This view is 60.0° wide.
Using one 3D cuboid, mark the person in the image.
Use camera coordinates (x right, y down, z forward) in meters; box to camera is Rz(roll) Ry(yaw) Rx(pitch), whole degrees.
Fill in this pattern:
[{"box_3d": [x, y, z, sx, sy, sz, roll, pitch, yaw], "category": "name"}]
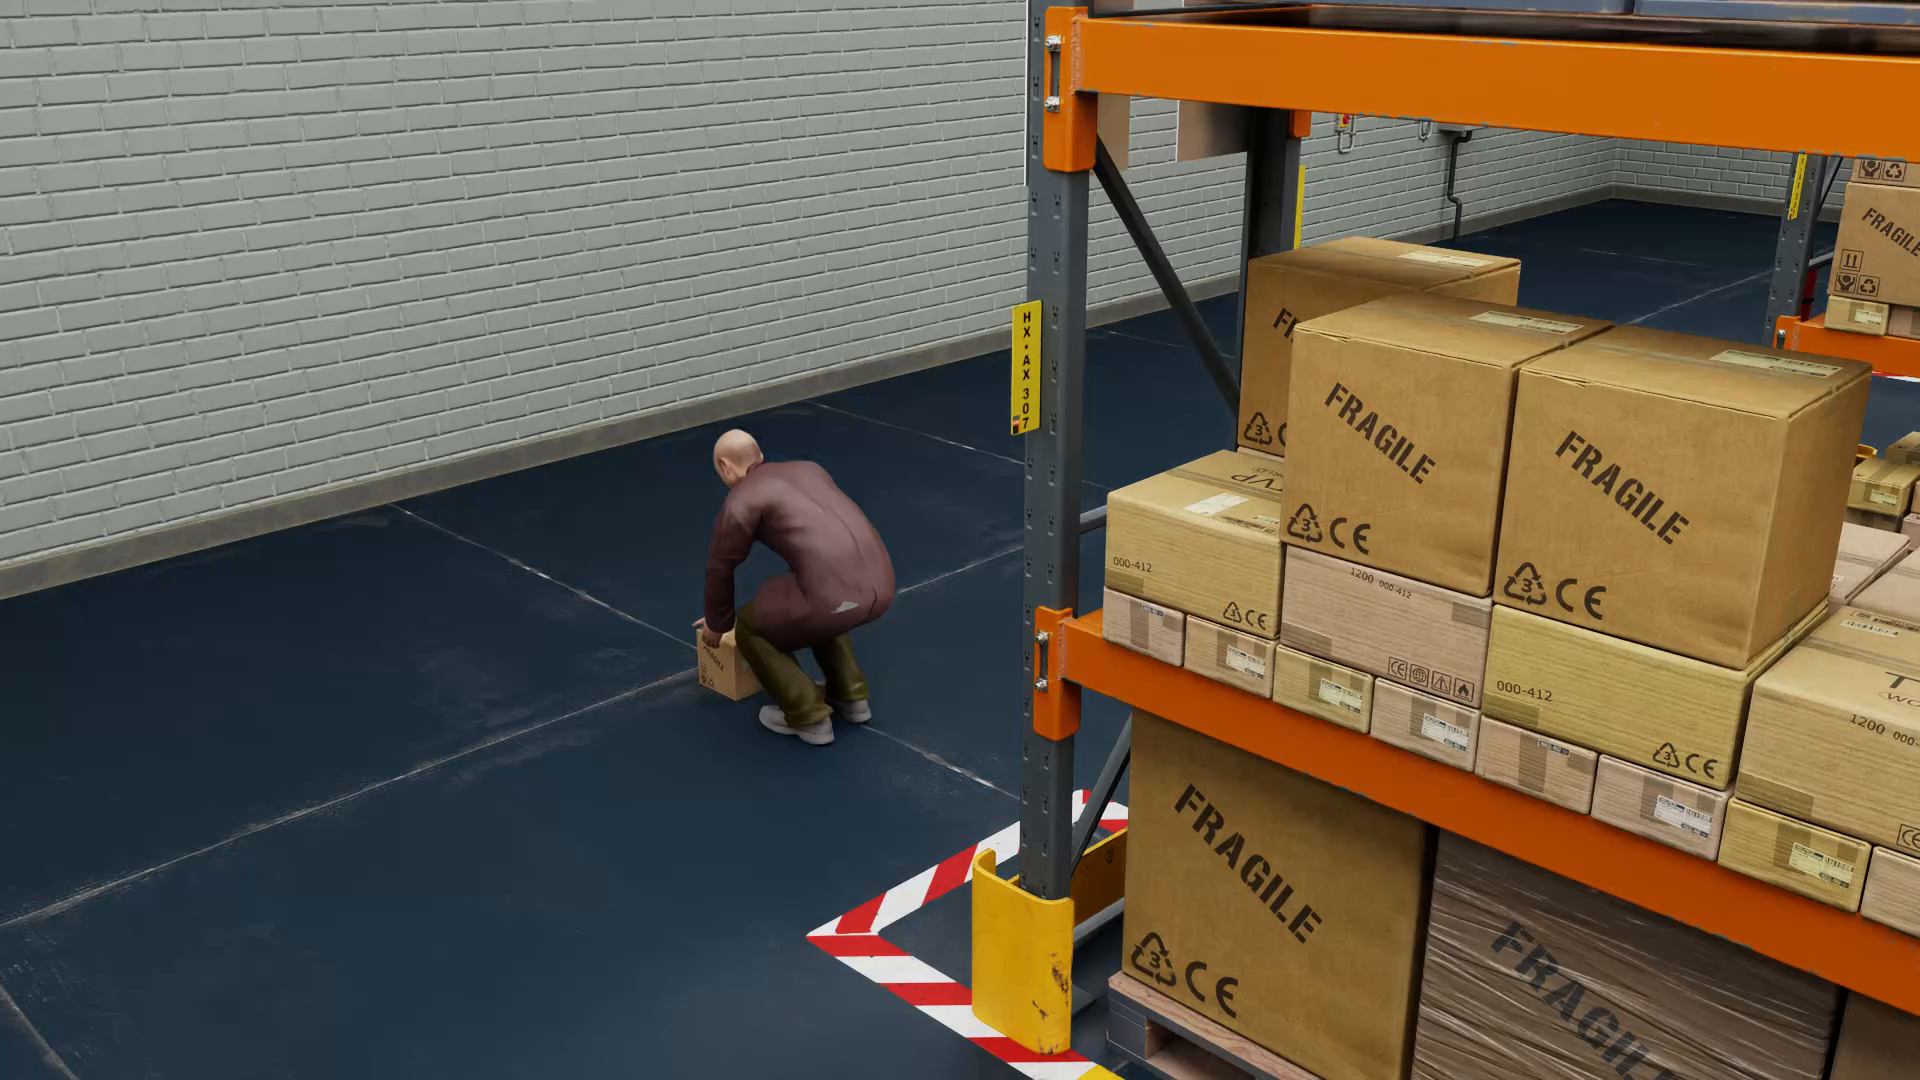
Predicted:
[{"box_3d": [-0.636, 0.179, 6.517, 0.843, 1.153, 0.620, 19, 27, 41], "category": "person"}]
